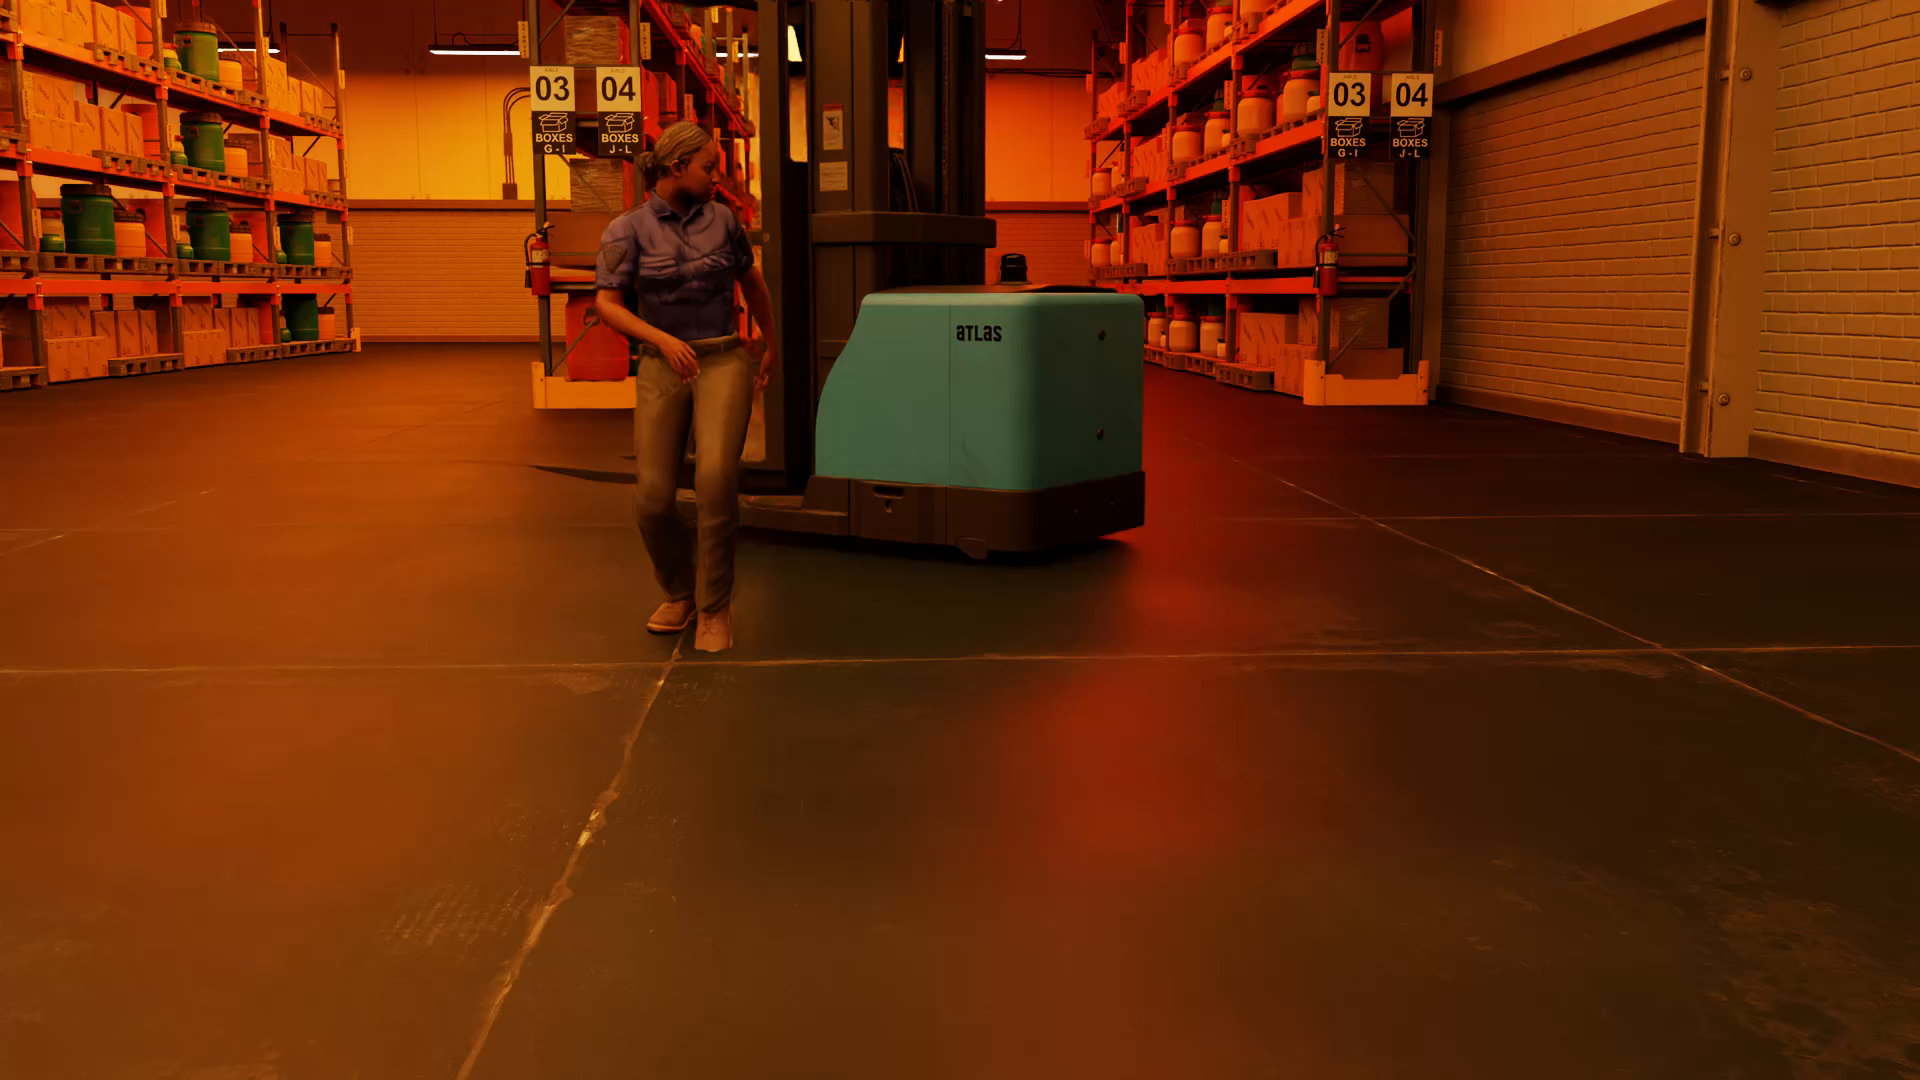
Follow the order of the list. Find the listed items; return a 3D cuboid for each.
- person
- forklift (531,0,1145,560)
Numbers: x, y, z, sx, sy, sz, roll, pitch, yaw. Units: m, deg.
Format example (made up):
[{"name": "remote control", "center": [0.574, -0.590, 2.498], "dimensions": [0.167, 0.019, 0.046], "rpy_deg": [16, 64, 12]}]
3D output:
[{"name": "person", "center": [-0.851, -0.465, 5.228], "dimensions": [0.542, 1.658, 0.744], "rpy_deg": [-1, 8, -5]}, {"name": "forklift", "center": [-0.698, -1.514, 7.524], "dimensions": [3.031, 2.935, 1.130], "rpy_deg": [6, 10, 34]}]
